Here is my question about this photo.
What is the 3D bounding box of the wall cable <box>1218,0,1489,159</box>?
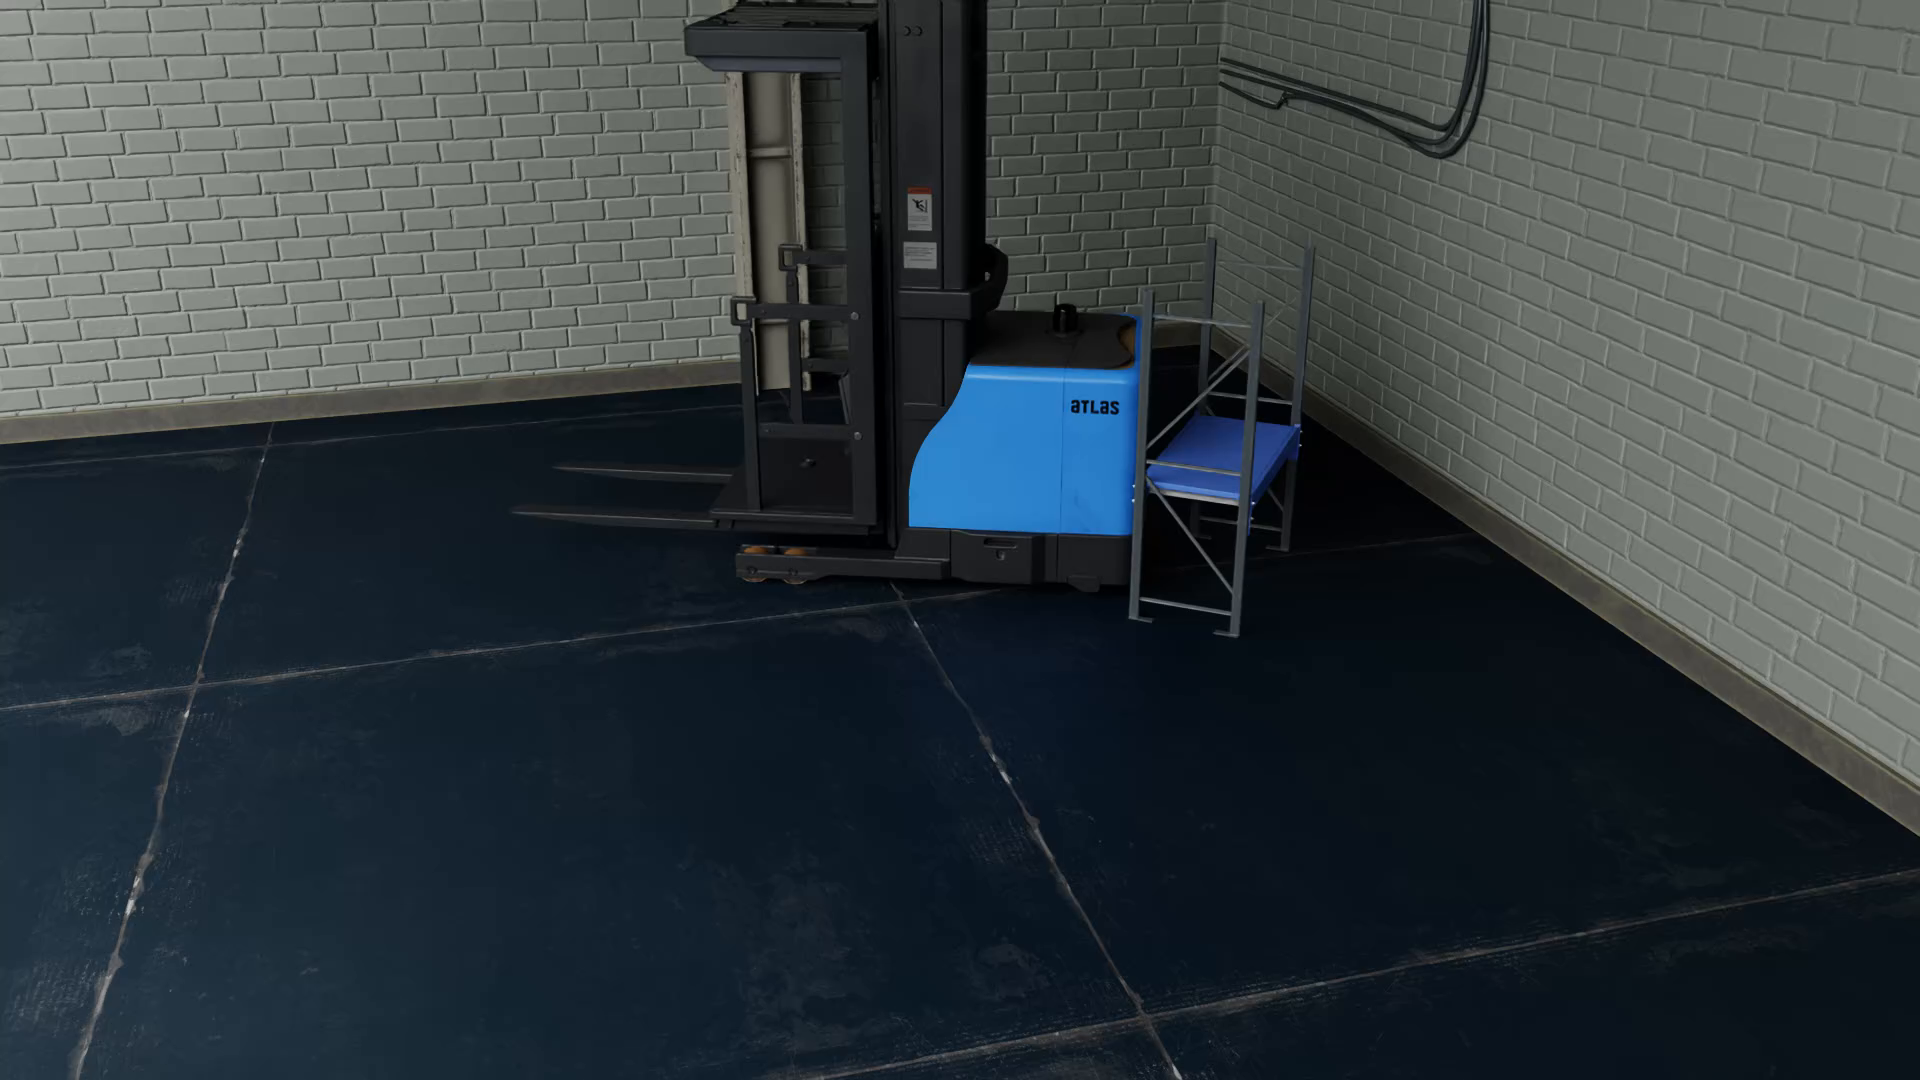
[{"bbox_3d":[2.034,-3.499,8.930,0.112,2.526,3.097,-6,24,-14],"label":"wall cable"}]

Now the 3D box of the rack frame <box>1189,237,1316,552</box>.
[{"bbox_3d":[1.379,-0.674,7.919,0.500,1.500,0.032,9,25,21],"label":"rack frame"}]

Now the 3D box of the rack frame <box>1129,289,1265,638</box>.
[{"bbox_3d":[0.991,-0.304,7.056,0.500,1.500,0.032,9,25,21],"label":"rack frame"}]

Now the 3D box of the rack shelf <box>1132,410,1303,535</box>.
[{"bbox_3d":[1.185,-0.324,7.558,0.538,0.185,1.000,9,25,21],"label":"rack shelf"}]

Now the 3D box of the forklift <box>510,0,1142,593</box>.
[{"bbox_3d":[-0.626,-1.341,7.659,3.031,2.935,1.130,3,23,6],"label":"forklift"}]

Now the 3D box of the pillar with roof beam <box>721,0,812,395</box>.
[{"bbox_3d":[0.003,-3.480,4.948,0.400,9.000,9.100,-6,24,-14],"label":"pillar with roof beam"}]

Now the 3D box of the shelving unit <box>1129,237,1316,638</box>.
[{"bbox_3d":[1.185,-0.489,7.487,0.538,1.500,1.048,9,25,21],"label":"shelving unit"}]
